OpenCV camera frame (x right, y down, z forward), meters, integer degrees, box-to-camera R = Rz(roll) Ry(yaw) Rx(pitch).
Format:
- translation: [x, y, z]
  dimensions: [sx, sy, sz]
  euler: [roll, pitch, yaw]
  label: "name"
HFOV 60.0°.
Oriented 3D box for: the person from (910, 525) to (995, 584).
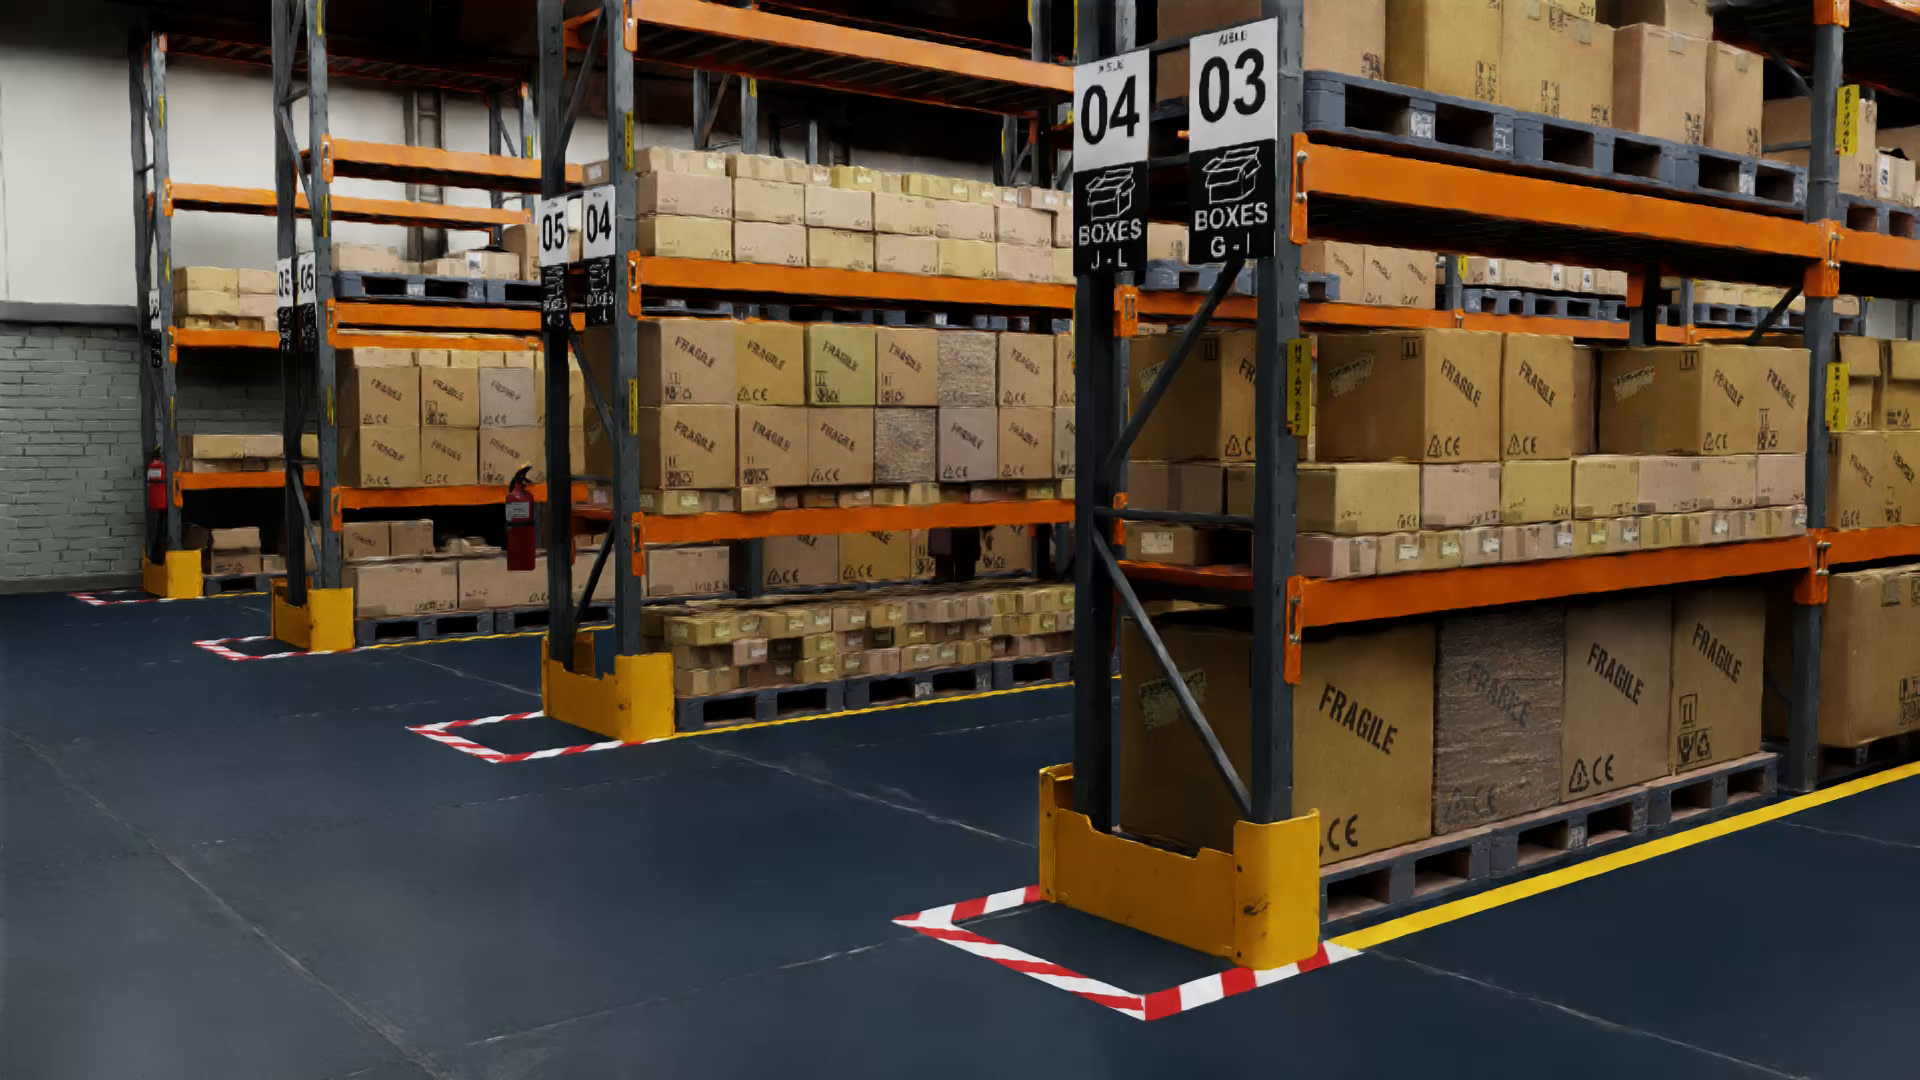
- translation: [-0.036, -0.066, 14.003]
  dimensions: [0.774, 1.774, 0.678]
  euler: [-2, 4, -22]
  label: "person"
